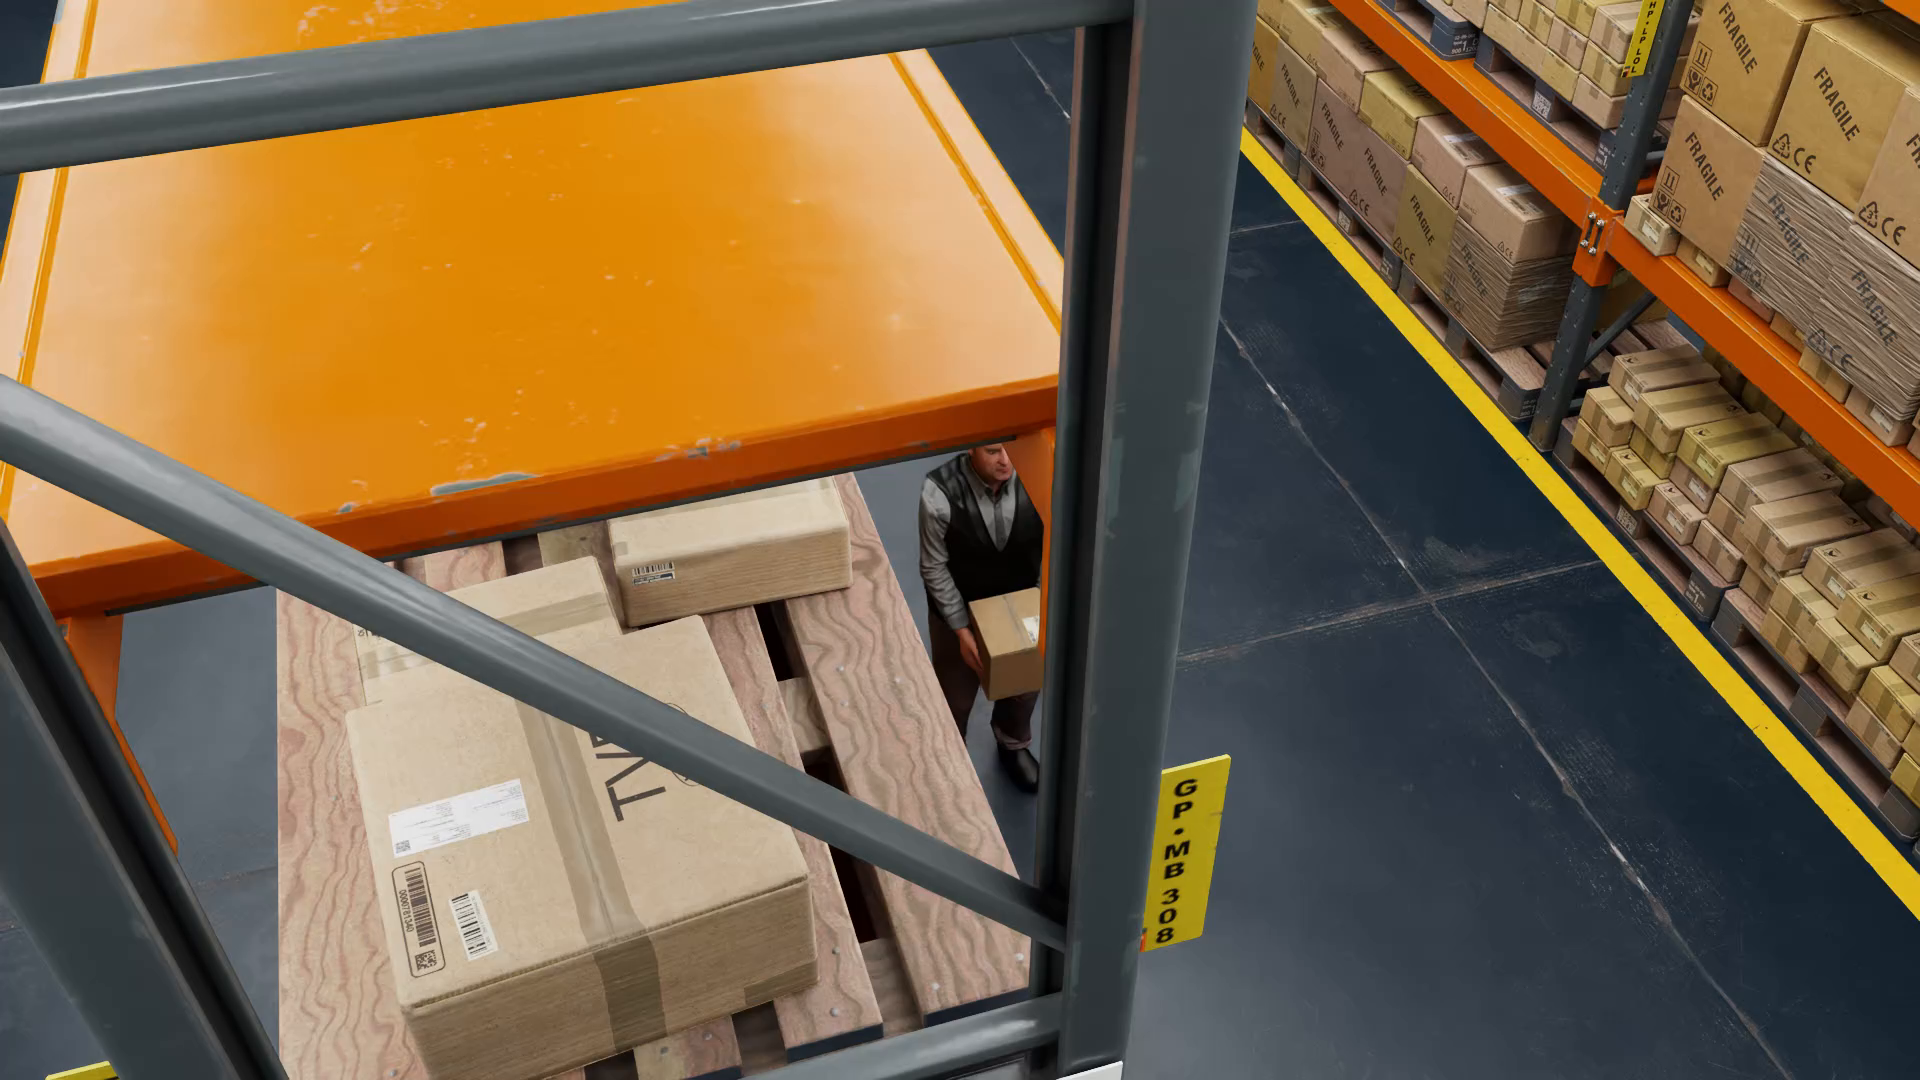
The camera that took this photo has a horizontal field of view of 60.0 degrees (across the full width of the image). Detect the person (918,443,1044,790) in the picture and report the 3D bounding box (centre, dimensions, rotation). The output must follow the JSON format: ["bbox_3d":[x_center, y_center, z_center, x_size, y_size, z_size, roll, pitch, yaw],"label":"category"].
[{"bbox_3d":[0.124,0.274,5.870,0.532,1.727,0.522,-12,43,-13],"label":"person"}]
